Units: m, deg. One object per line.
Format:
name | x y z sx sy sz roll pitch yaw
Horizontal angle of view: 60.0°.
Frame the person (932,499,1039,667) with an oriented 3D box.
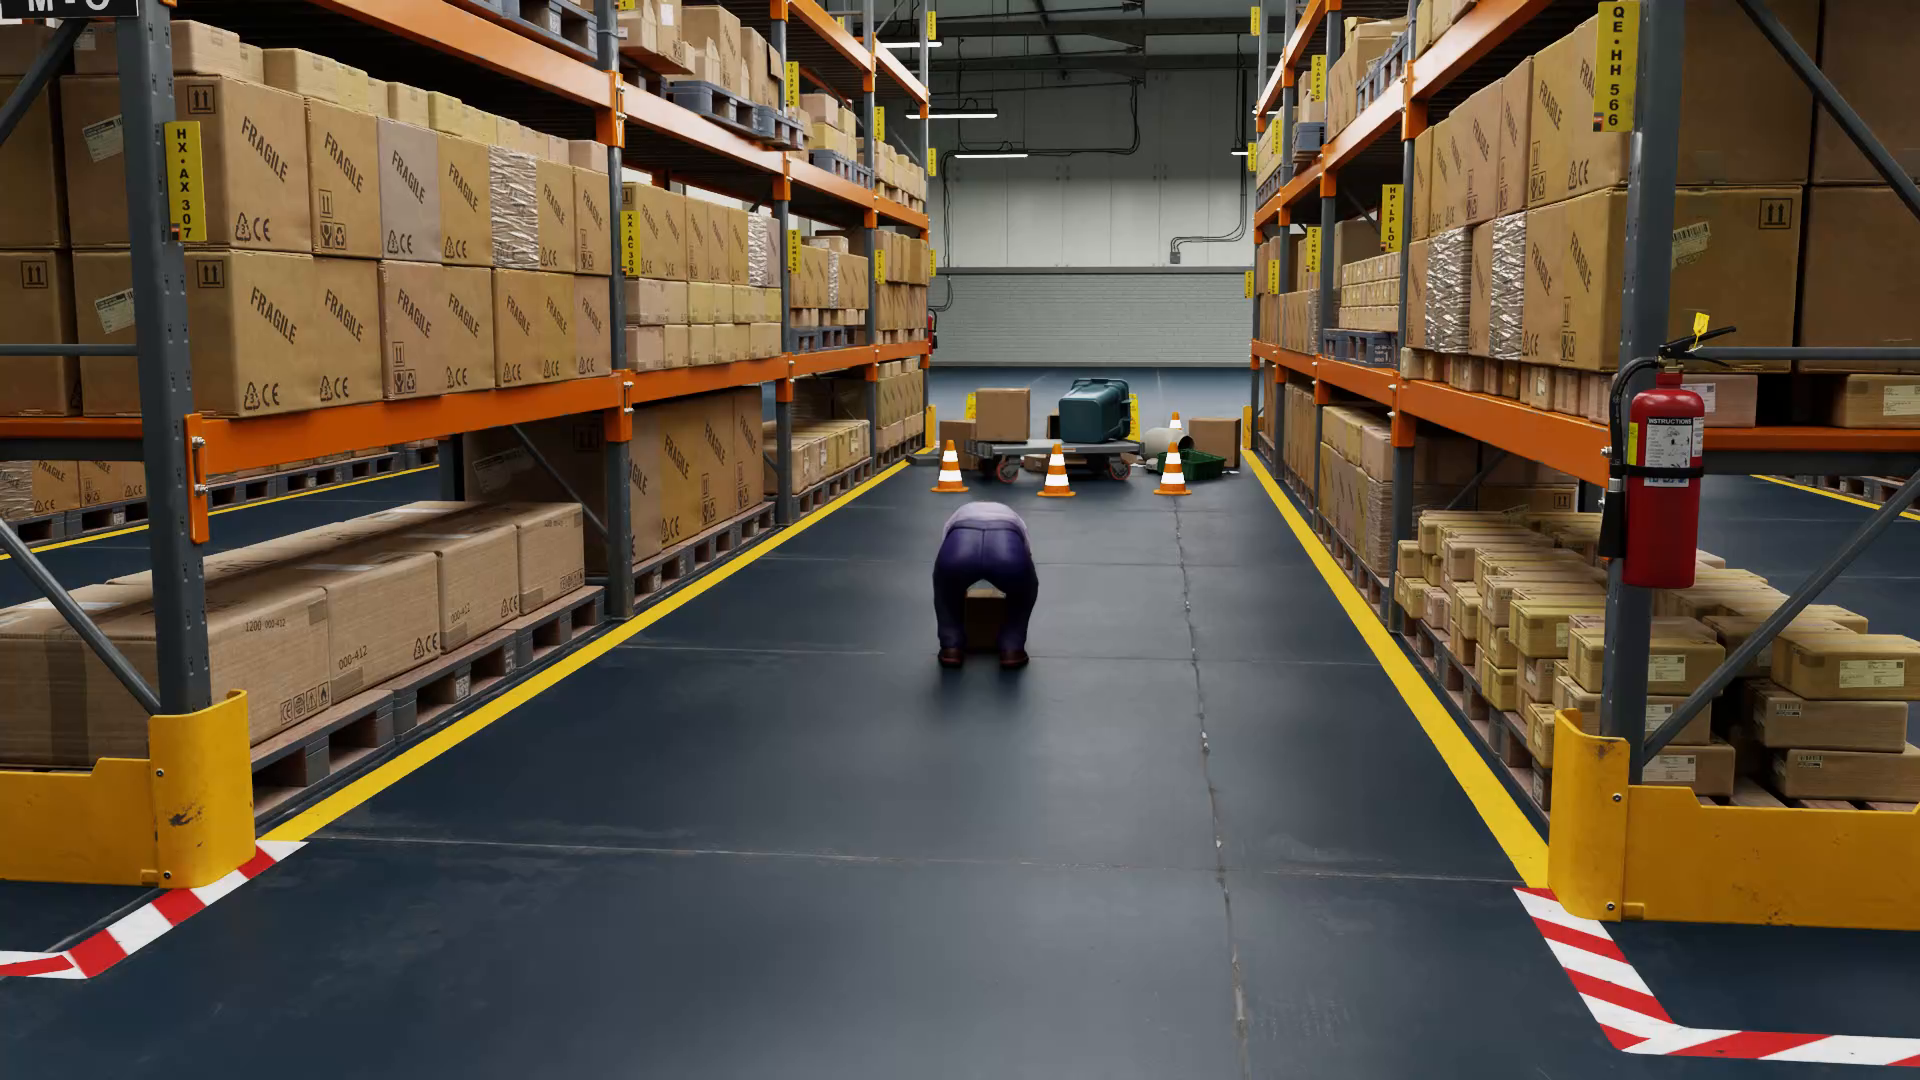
person | 0.117 0.201 7.854 0.511 0.747 0.902 1 8 5
